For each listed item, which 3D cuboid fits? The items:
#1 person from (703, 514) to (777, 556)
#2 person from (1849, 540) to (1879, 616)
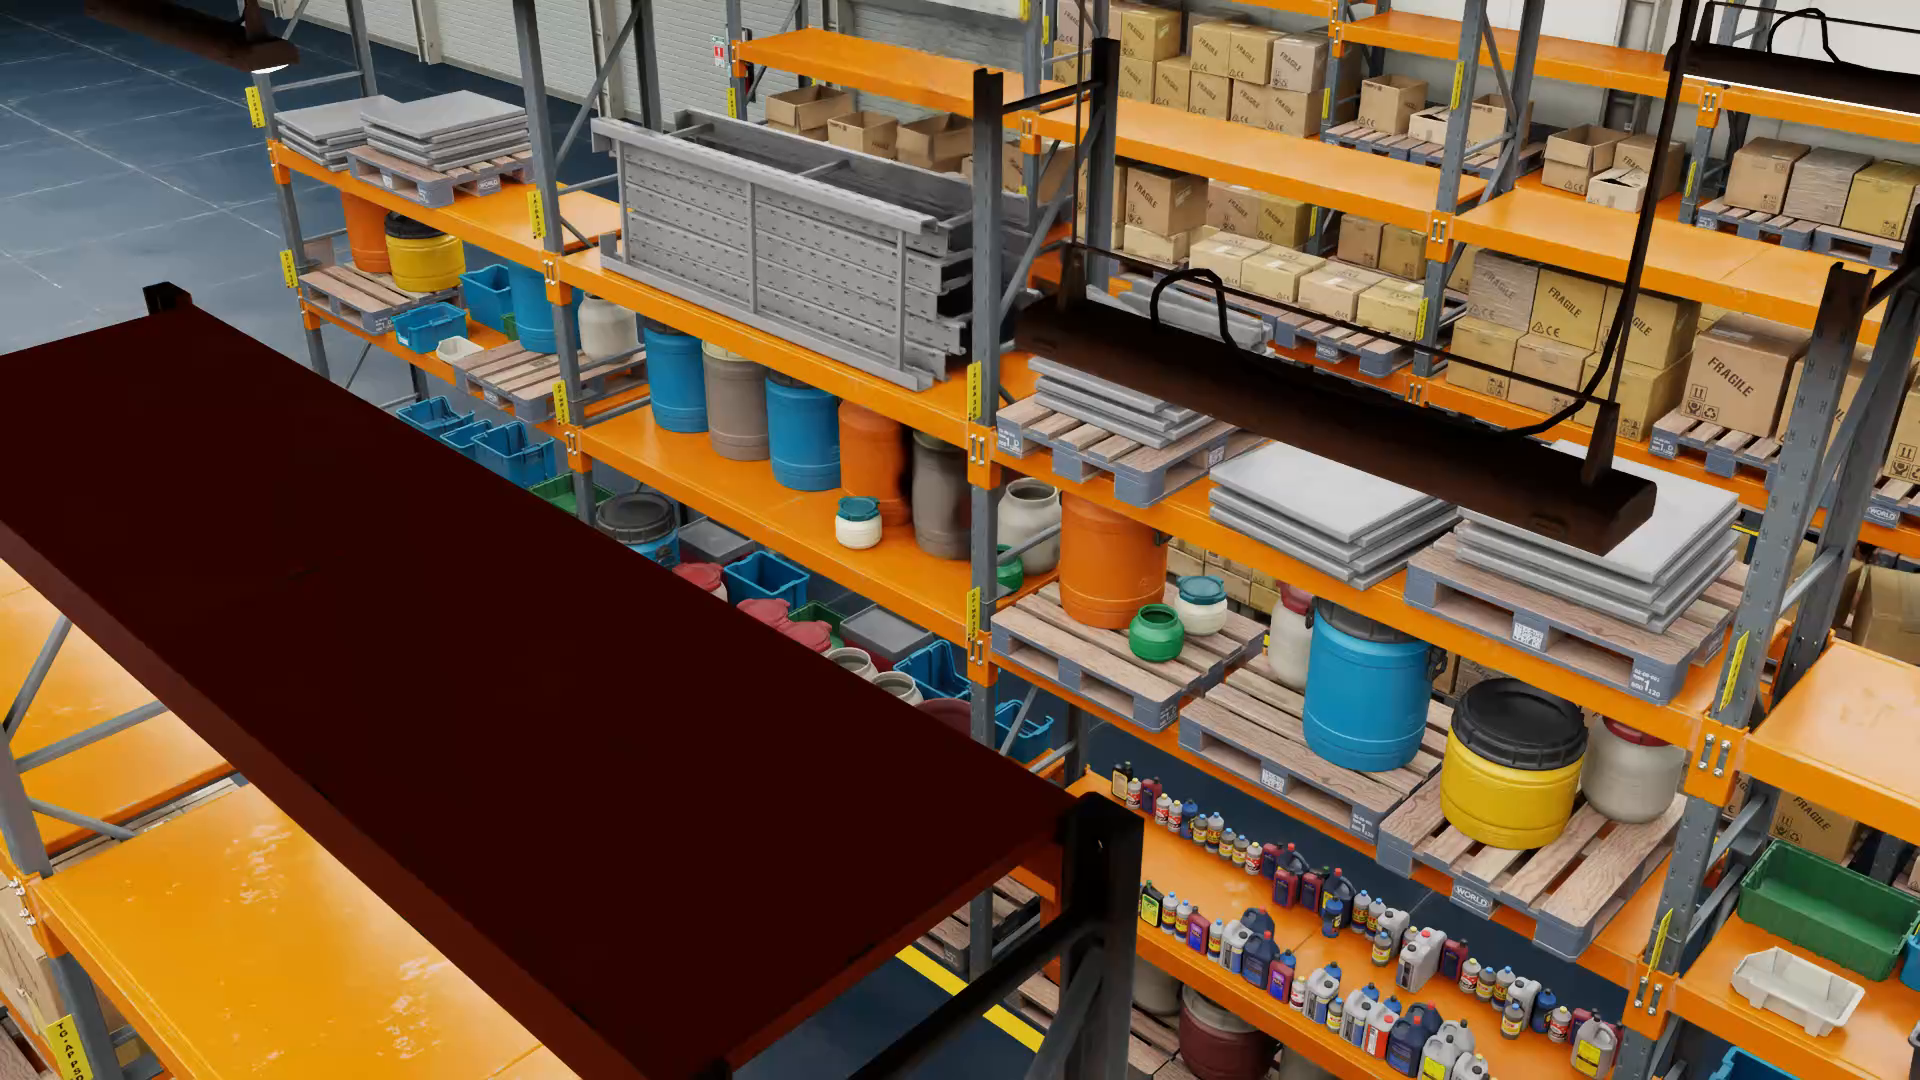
[{"bbox_3d":[-2.080,-0.444,15.296,0.891,1.757,0.688,15,33,25],"label":"person"},{"bbox_3d":[7.108,0.627,13.470,0.593,1.640,0.875,-26,38,-38],"label":"person"}]
